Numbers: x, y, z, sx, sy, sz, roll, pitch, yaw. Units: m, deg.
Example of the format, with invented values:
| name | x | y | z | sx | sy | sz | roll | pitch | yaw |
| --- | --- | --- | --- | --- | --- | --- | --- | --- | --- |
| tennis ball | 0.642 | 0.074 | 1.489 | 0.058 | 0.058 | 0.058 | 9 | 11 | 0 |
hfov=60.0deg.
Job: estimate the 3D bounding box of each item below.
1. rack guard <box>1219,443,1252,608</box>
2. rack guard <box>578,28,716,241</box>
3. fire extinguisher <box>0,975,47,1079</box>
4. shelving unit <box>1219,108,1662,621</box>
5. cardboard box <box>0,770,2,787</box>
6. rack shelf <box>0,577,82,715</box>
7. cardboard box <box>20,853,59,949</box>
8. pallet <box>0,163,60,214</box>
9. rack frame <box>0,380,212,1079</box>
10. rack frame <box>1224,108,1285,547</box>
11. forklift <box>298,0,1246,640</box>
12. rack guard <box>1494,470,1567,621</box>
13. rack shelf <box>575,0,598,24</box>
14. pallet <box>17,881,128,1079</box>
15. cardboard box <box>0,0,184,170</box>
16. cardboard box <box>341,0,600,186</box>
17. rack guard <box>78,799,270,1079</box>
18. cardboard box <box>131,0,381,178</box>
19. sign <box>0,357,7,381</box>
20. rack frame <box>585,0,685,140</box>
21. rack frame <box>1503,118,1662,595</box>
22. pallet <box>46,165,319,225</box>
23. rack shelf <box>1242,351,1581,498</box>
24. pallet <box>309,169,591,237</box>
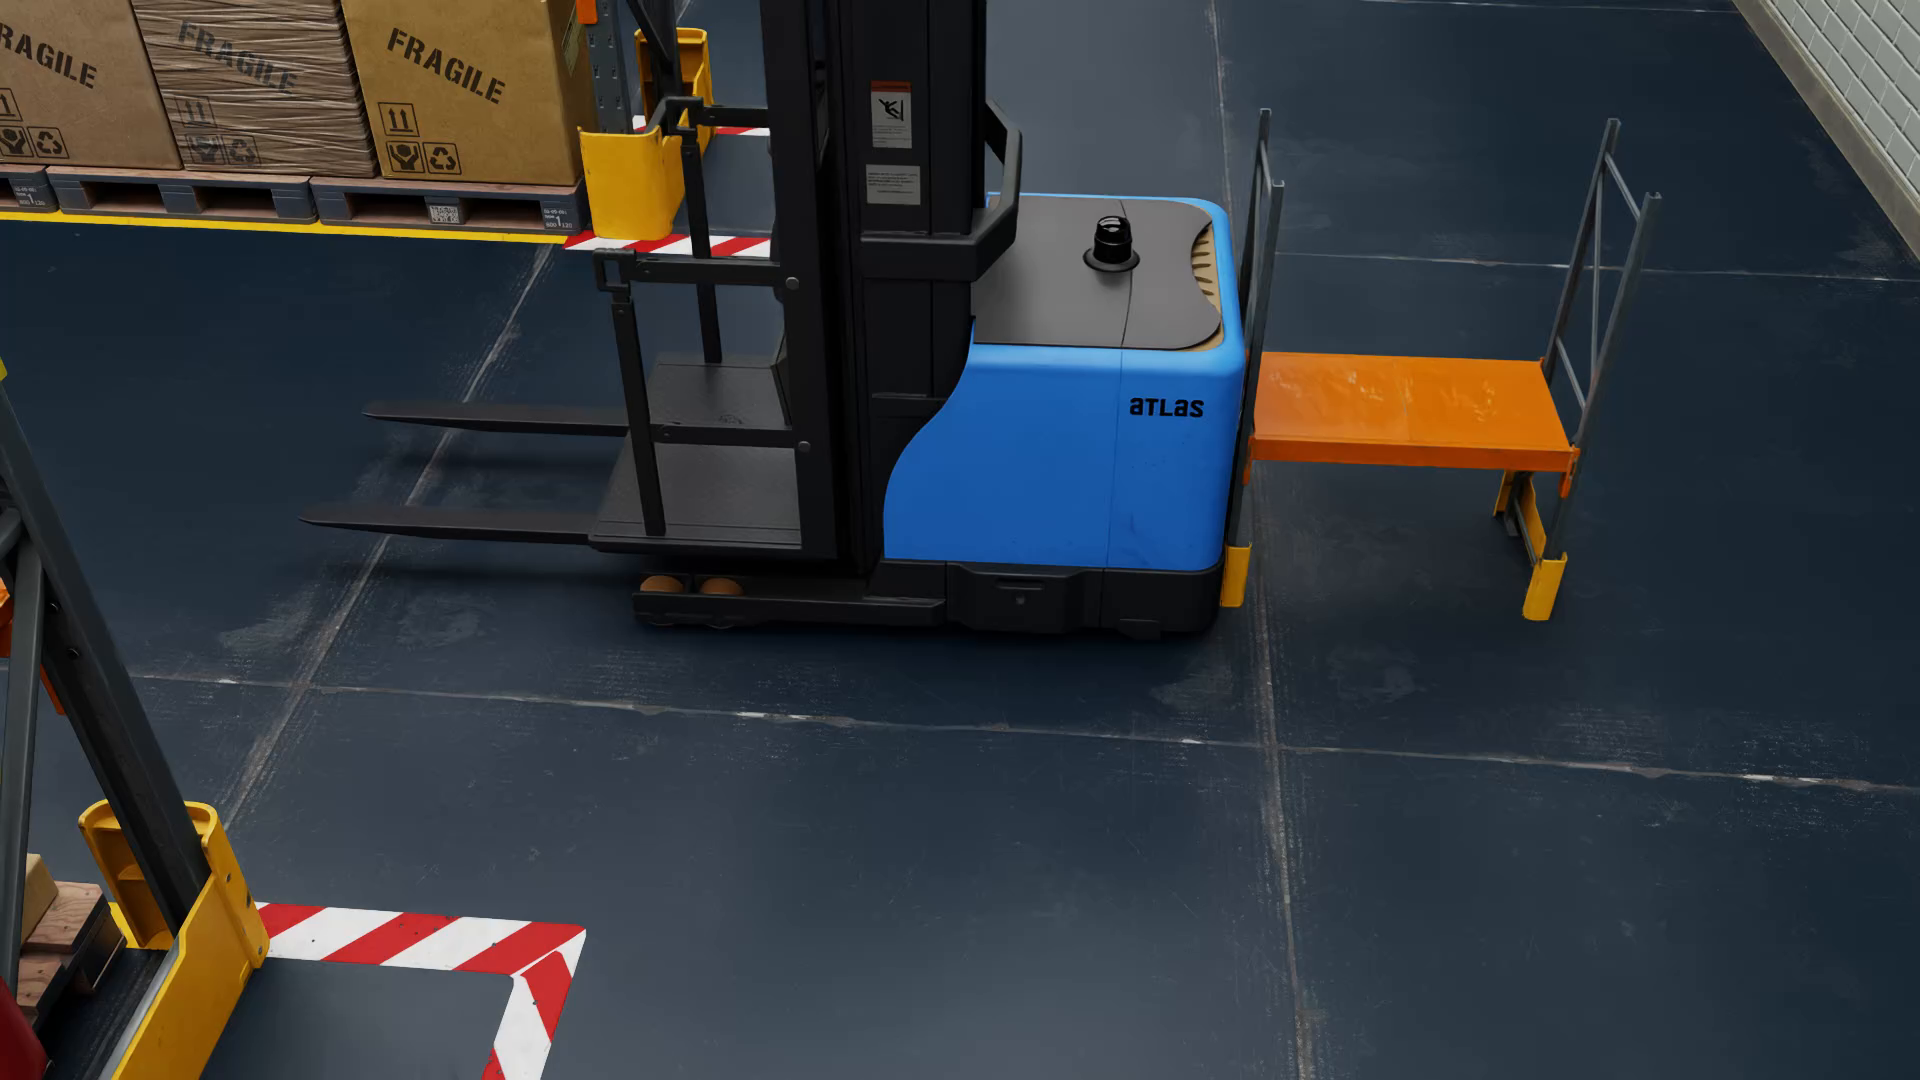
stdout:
| name | x | y | z | sx | sy | sz | roll | pitch | yaw |
| --- | --- | --- | --- | --- | --- | --- | --- | --- | --- |
| rack guard | 0.912 | -0.060 | 5.626 | 0.087 | 0.250 | 0.587 | 2 | 39 | 3 |
| rack guard | -1.423 | -1.896 | 7.683 | 0.348 | 0.500 | 1.175 | 3 | 39 | 4 |
| fire extinguisher | -1.764 | 0.726 | 2.839 | 0.183 | 0.674 | 0.296 | 3 | 39 | 4 |
| shelving unit | 1.409 | -0.524 | 5.206 | 1.083 | 1.500 | 0.587 | 2 | 39 | 3 |
| cardboard box | -2.468 | 0.717 | 3.947 | 0.250 | 0.149 | 0.380 | 1 | 39 | 2 |
| rack shelf | -3.968 | 0.417 | 3.431 | 4.000 | 0.370 | 1.077 | 3 | 39 | 4 |
| cardboard box | -2.470 | 0.960 | 4.120 | 0.250 | 0.149 | 0.380 | 4 | 39 | 5 |
| pallet | -4.681 | -1.912 | 7.932 | 1.213 | 0.211 | 1.003 | 3 | 39 | 4 |
| rack frame | -1.976 | 0.247 | 3.070 | 0.127 | 3.000 | 1.000 | 3 | 39 | 4 |
| rack frame | 0.893 | -0.546 | 5.233 | 0.032 | 1.500 | 0.500 | 2 | 39 | 3 |
| forklift | -0.653 | -1.180 | 4.877 | 3.031 | 2.935 | 1.130 | 2 | 39 | 3 |
| rack guard | 1.906 | -0.018 | 5.574 | 0.087 | 0.250 | 0.587 | 2 | 39 | 3 |
| rack shelf | -3.440 | -2.697 | 7.257 | 4.000 | 0.370 | 1.077 | 3 | 39 | 4 |
| pallet | -2.858 | 1.258 | 4.037 | 1.213 | 0.211 | 1.003 | 3 | 39 | 4 |
| cardboard box | -3.885 | -2.288 | 7.535 | 0.875 | 0.875 | 0.875 | 3 | 39 | 4 |
| cardboard box | -2.091 | -2.190 | 7.415 | 0.875 | 0.875 | 0.875 | 3 | 39 | 4 |
| rack guard | -2.051 | 1.213 | 3.864 | 0.348 | 0.500 | 1.175 | 3 | 39 | 4 |
| cardboard box | -2.998 | -2.240 | 7.476 | 0.875 | 0.875 | 0.875 | 3 | 39 | 4 |
| sign | -1.929 | -0.430 | 3.216 | 0.005 | 0.325 | 0.100 | 3 | 39 | 4 |
| rack frame | -1.447 | -2.867 | 6.896 | 0.127 | 3.000 | 1.000 | 3 | 39 | 4 |
| rack frame | 1.907 | -0.503 | 5.180 | 0.032 | 1.500 | 0.500 | 2 | 39 | 3 |
| pallet | -3.462 | -1.848 | 7.853 | 1.213 | 0.211 | 1.003 | 3 | 39 | 4 |
| rack shelf | 1.400 | -0.385 | 5.320 | 1.000 | 0.185 | 0.538 | 2 | 39 | 3 |
| pallet | -2.250 | -1.779 | 7.769 | 1.213 | 0.211 | 1.003 | 3 | 39 | 4 |
